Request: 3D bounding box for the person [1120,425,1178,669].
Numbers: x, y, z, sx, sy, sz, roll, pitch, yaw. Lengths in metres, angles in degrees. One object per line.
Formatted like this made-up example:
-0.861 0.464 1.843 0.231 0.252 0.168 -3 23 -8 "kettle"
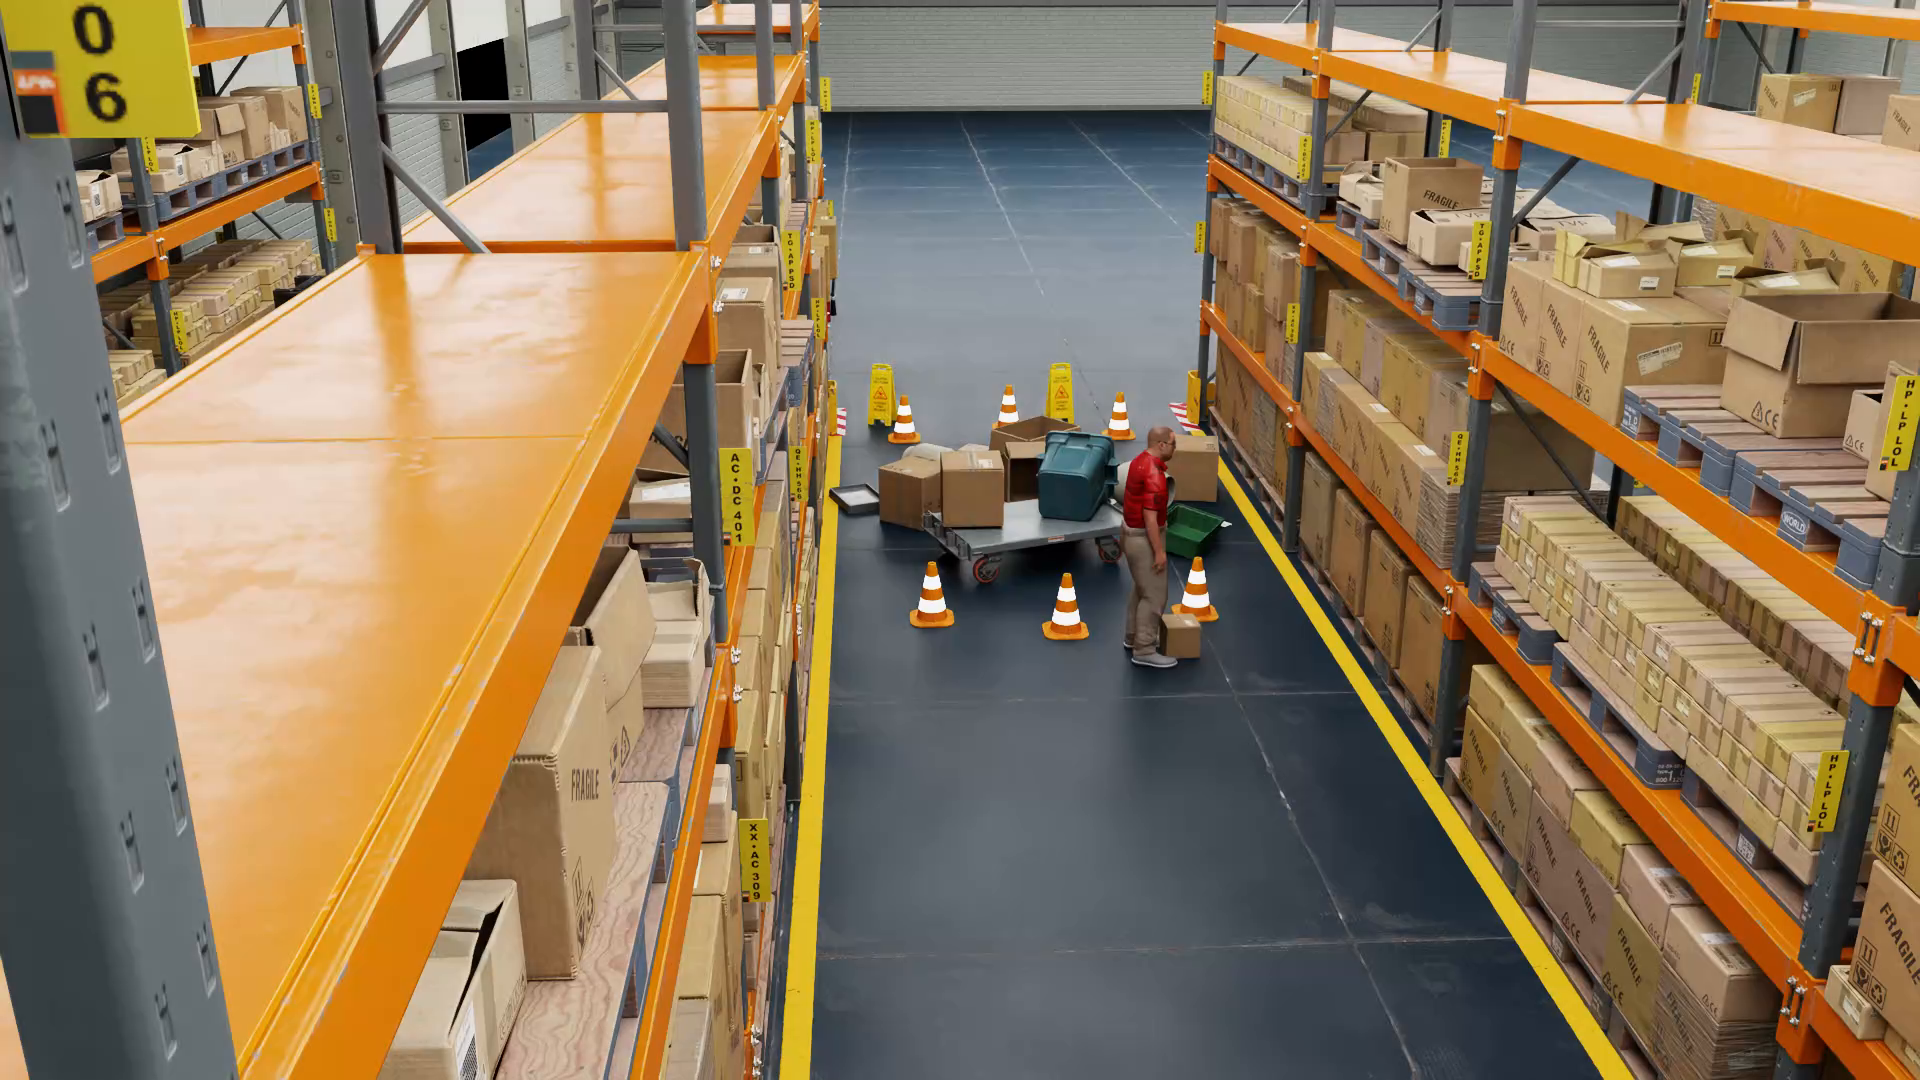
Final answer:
1.353 0.020 11.897 0.393 1.725 0.594 -2 20 -6 "person"
